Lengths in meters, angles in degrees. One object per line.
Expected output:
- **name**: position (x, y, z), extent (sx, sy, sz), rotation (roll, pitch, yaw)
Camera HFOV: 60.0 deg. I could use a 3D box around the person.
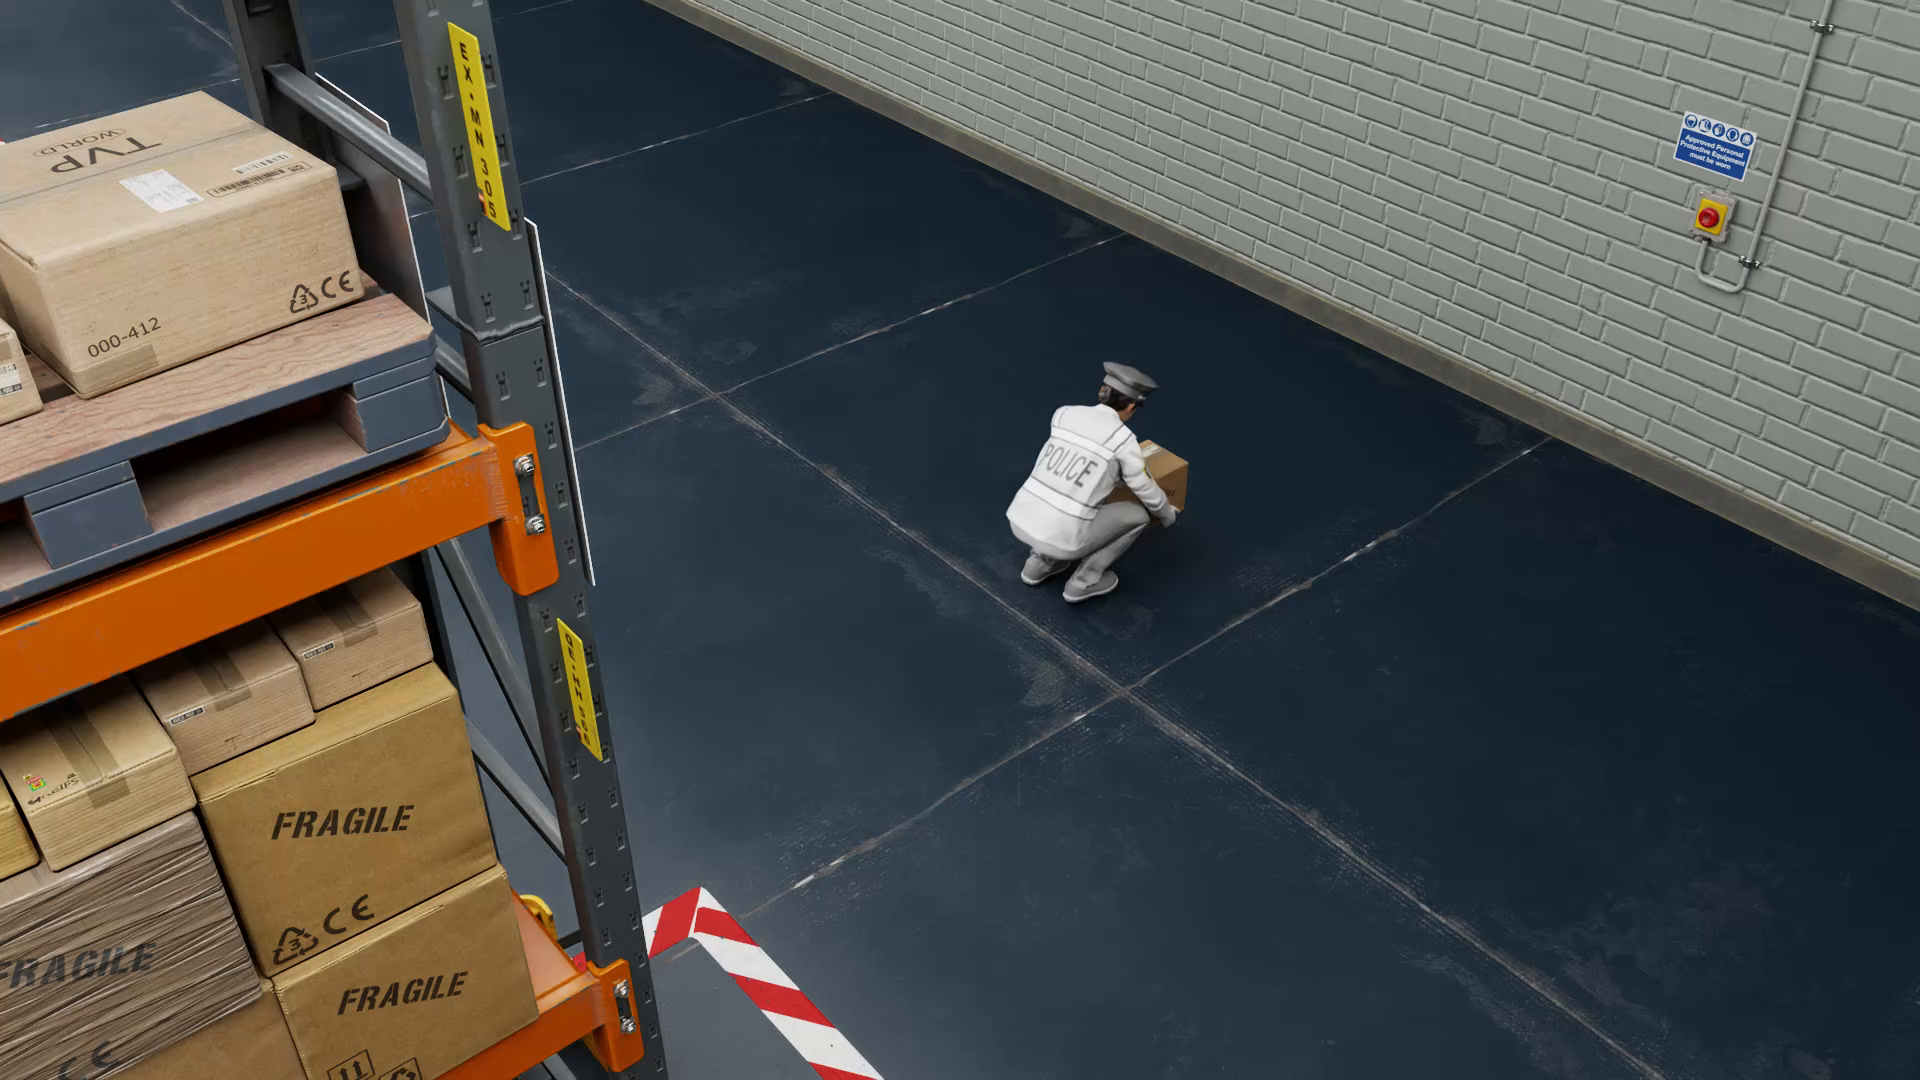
- **person**: position (0.573, -0.240, 7.084), extent (0.831, 0.965, 0.494), rotation (-27, 44, -32)
